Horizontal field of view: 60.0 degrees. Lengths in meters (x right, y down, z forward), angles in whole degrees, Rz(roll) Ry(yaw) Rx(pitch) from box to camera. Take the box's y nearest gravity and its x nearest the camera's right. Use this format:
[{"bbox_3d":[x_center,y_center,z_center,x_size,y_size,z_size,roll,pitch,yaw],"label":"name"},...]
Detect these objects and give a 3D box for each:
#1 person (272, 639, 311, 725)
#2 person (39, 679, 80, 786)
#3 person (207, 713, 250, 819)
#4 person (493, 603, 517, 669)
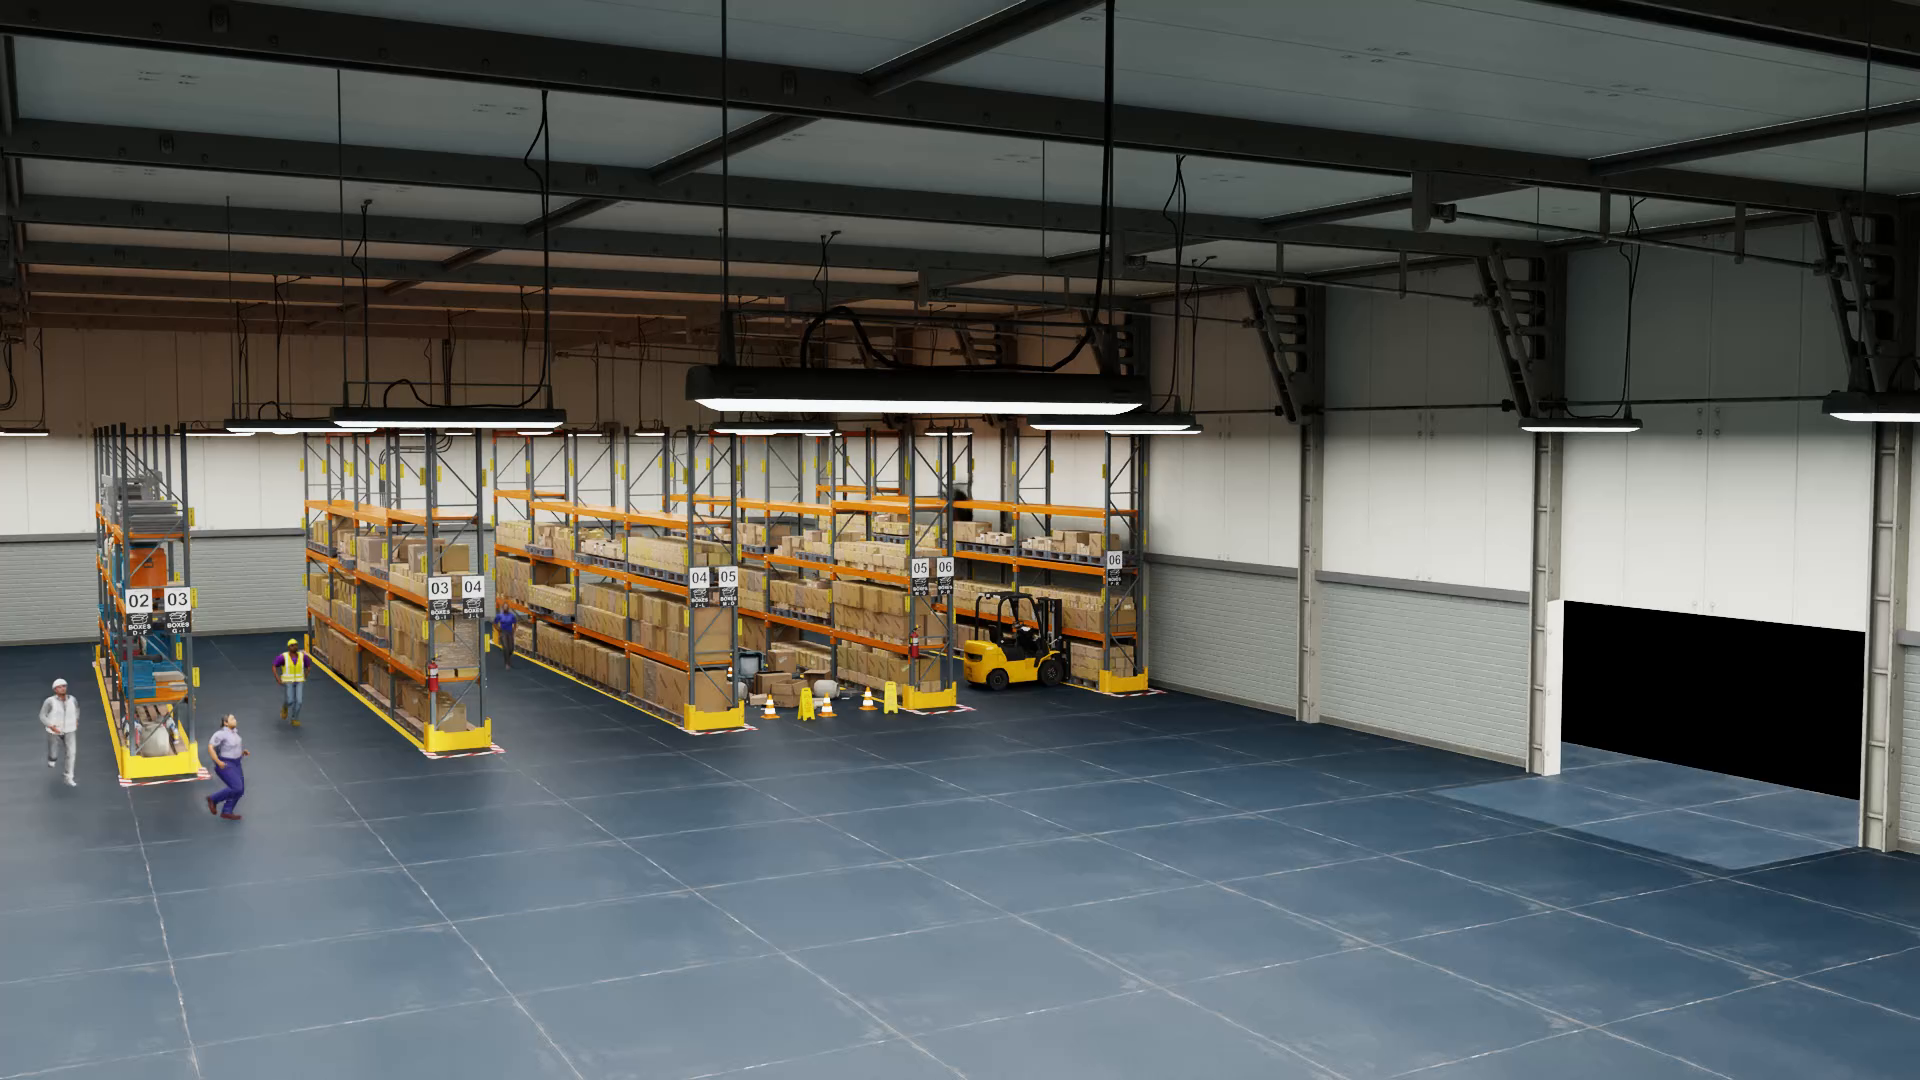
[{"bbox_3d":[-13.355,2.847,33.307,0.730,1.726,0.594,-2,4,-35],"label":"person"},{"bbox_3d":[-15.010,3.195,27.762,0.643,1.758,1.000,-3,4,-40],"label":"person"},{"bbox_3d":[-10.996,3.419,25.020,0.559,1.595,0.634,0,3,2],"label":"person"},{"bbox_3d":[-11.397,2.393,41.676,0.586,1.637,0.654,-2,4,-28],"label":"person"}]
